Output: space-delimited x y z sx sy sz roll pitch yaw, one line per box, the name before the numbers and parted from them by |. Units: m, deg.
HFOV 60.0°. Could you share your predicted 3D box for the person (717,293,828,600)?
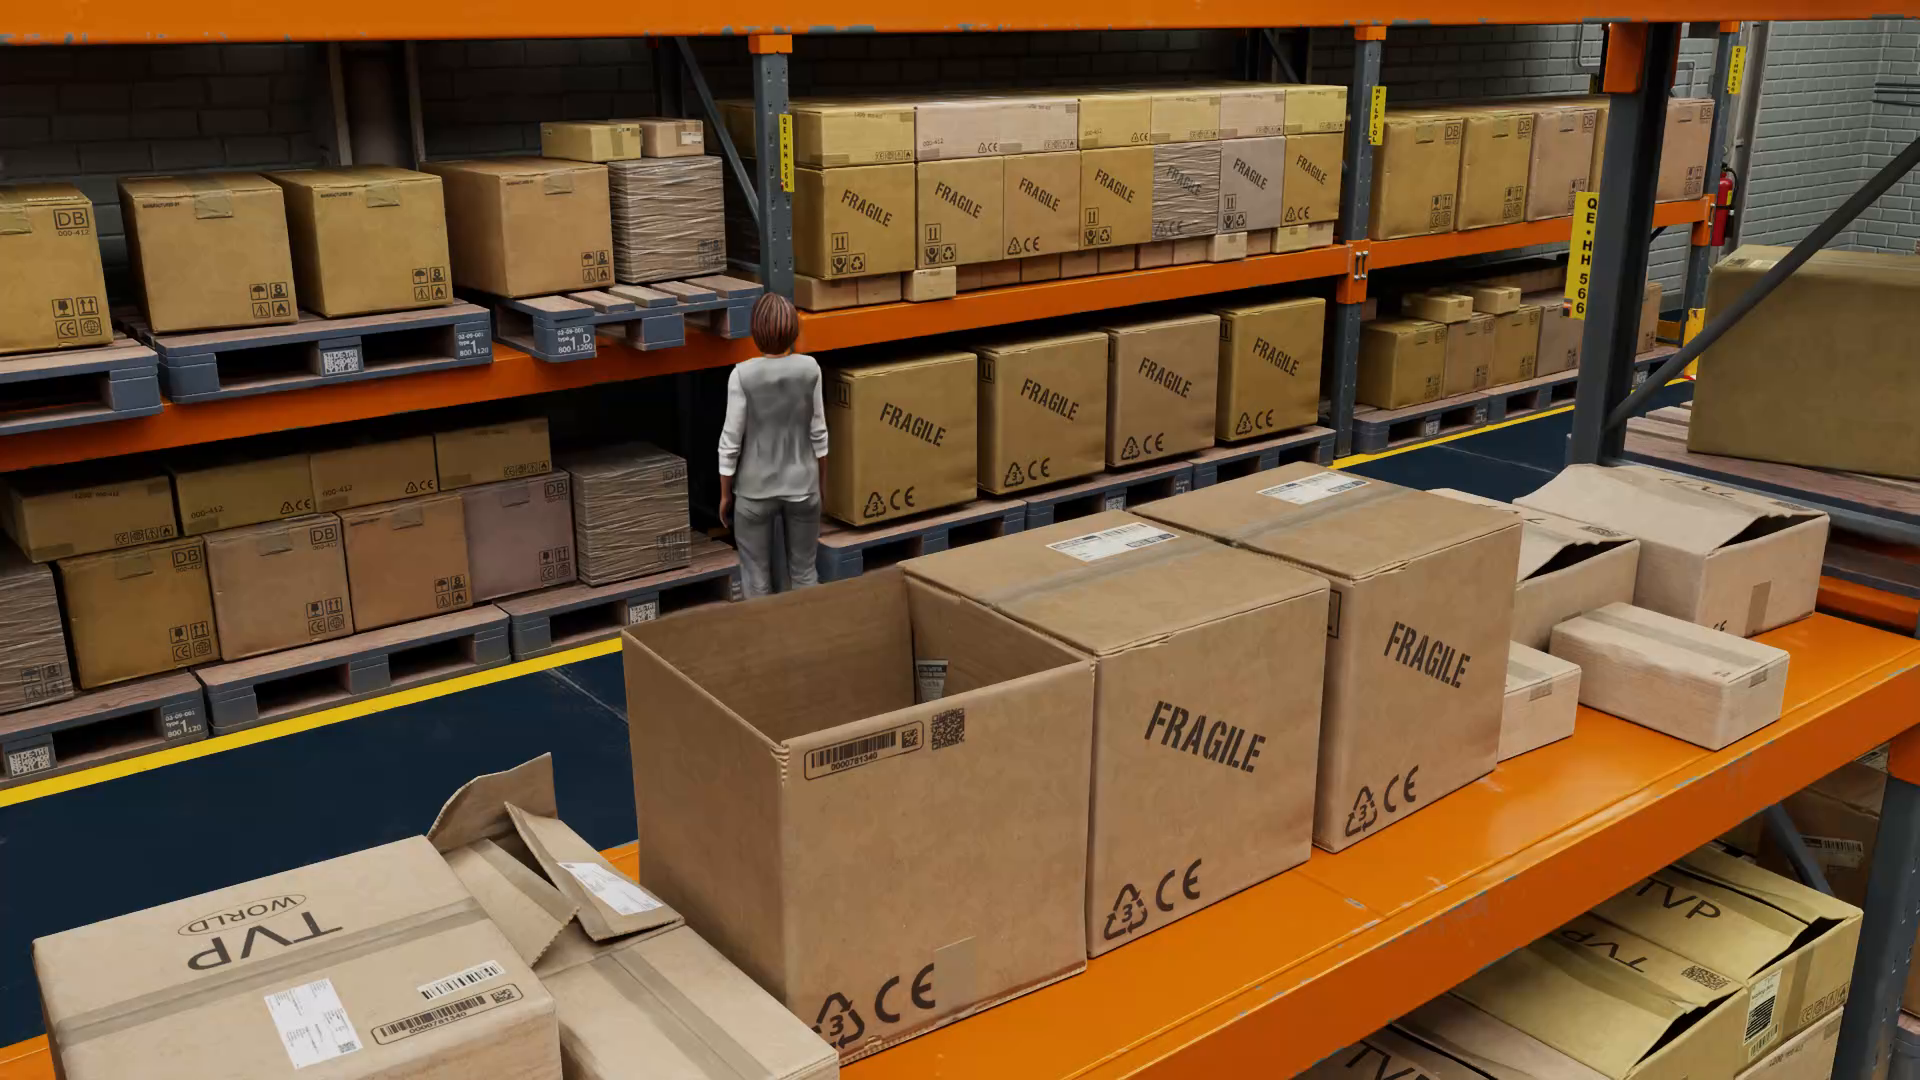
person | -0.743 -0.183 6.570 0.442 1.608 0.351 -6 19 -19
